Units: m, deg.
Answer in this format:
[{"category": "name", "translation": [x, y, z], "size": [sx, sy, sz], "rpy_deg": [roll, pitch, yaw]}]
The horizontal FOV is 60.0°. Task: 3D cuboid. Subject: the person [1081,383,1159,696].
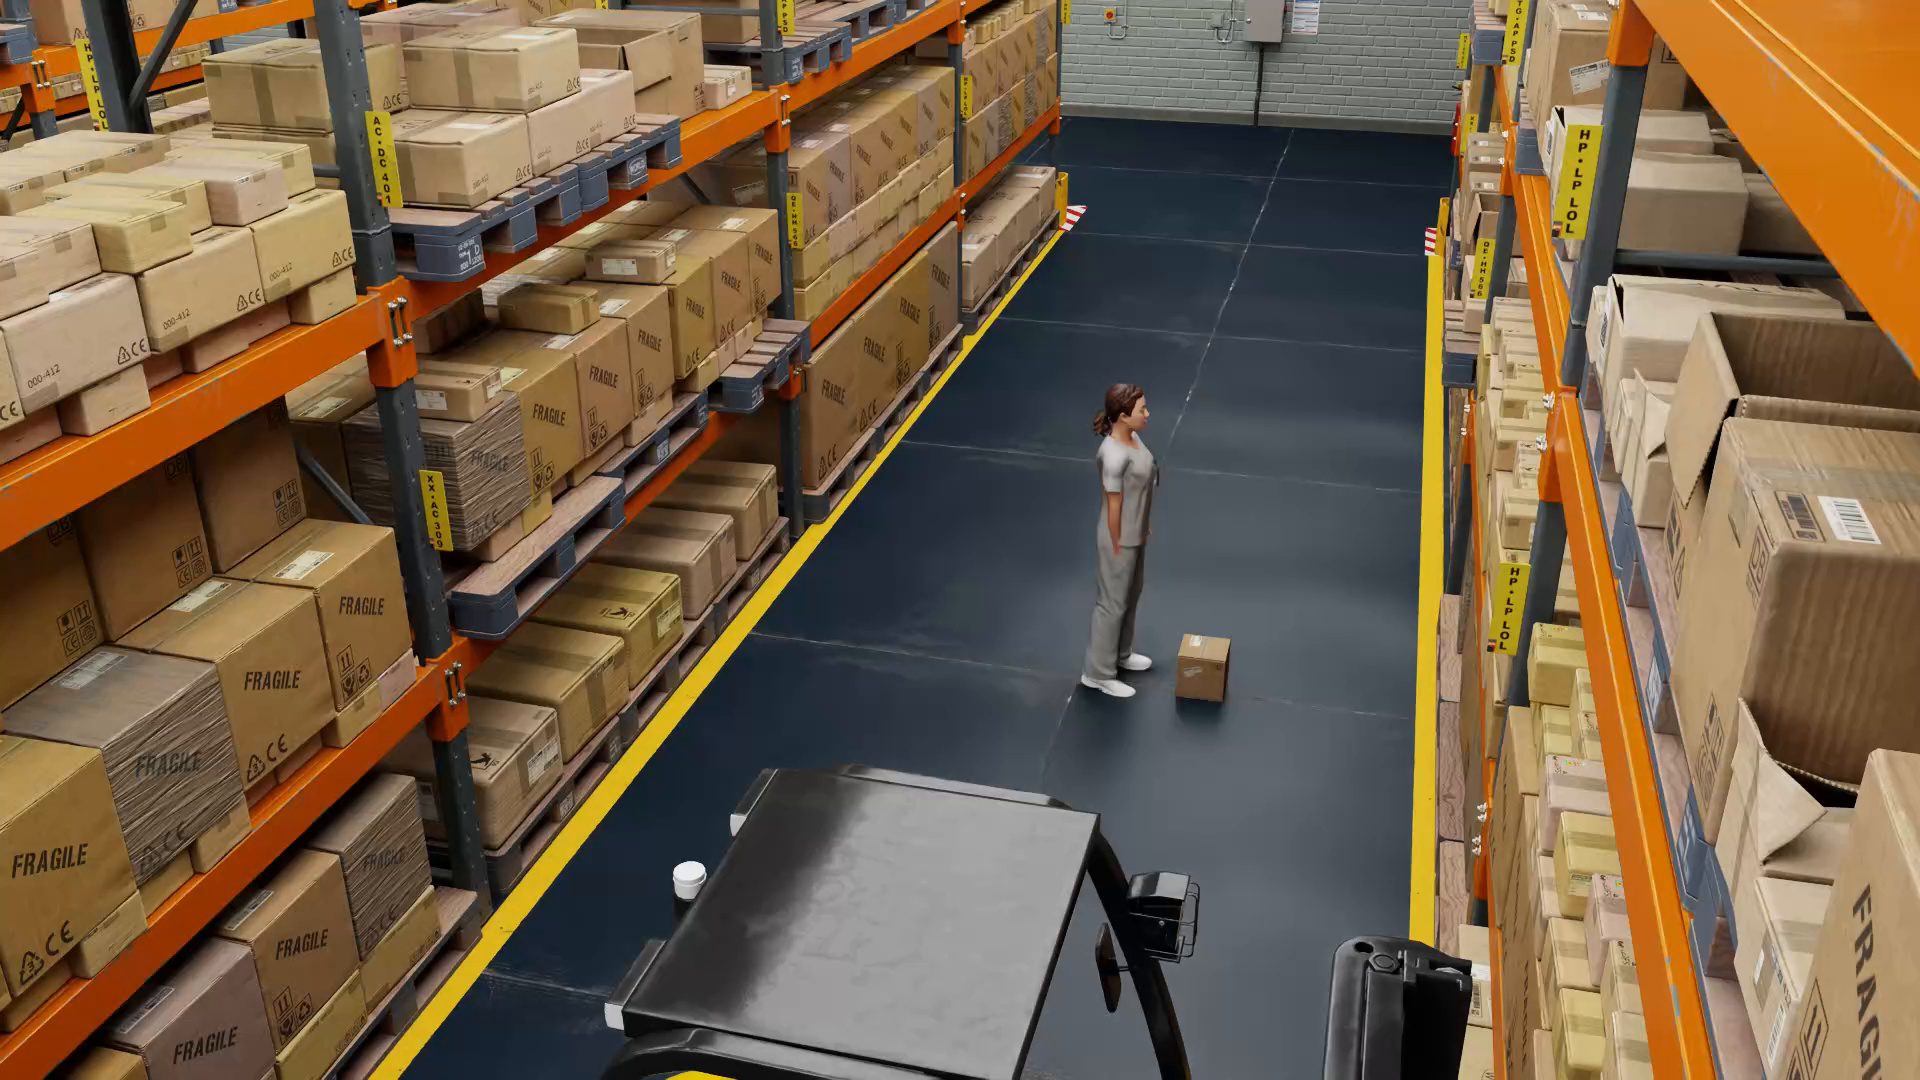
[{"category": "person", "translation": [0.841, -0.012, 8.672], "size": [0.362, 1.688, 0.443], "rpy_deg": [7, 26, 14]}]
